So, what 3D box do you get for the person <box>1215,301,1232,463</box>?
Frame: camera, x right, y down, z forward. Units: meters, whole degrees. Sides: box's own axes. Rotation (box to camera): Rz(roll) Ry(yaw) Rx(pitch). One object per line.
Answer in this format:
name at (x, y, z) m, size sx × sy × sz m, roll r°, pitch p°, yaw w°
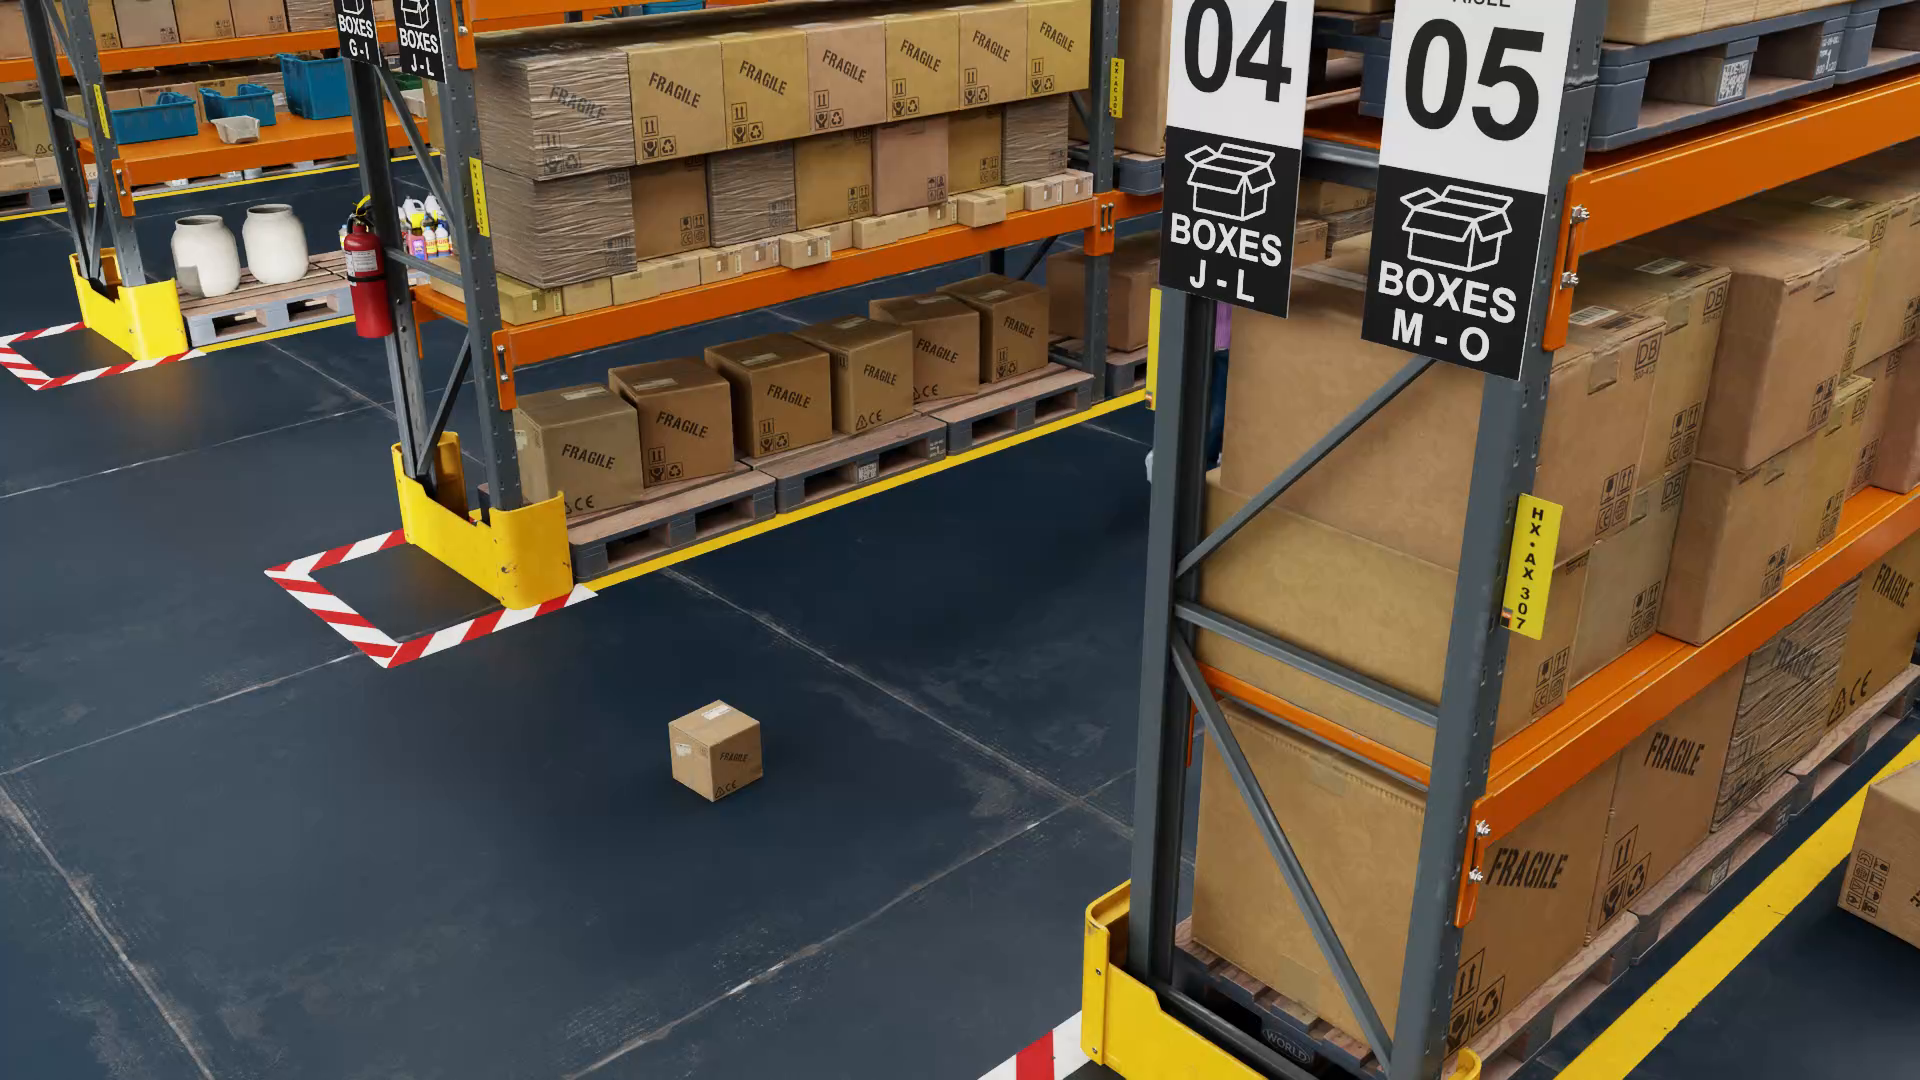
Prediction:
person at (1.440, -0.949, 8.969) m, size 0.349 × 1.395 × 0.660 m, roll 19°, pitch 31°, yaw 35°
